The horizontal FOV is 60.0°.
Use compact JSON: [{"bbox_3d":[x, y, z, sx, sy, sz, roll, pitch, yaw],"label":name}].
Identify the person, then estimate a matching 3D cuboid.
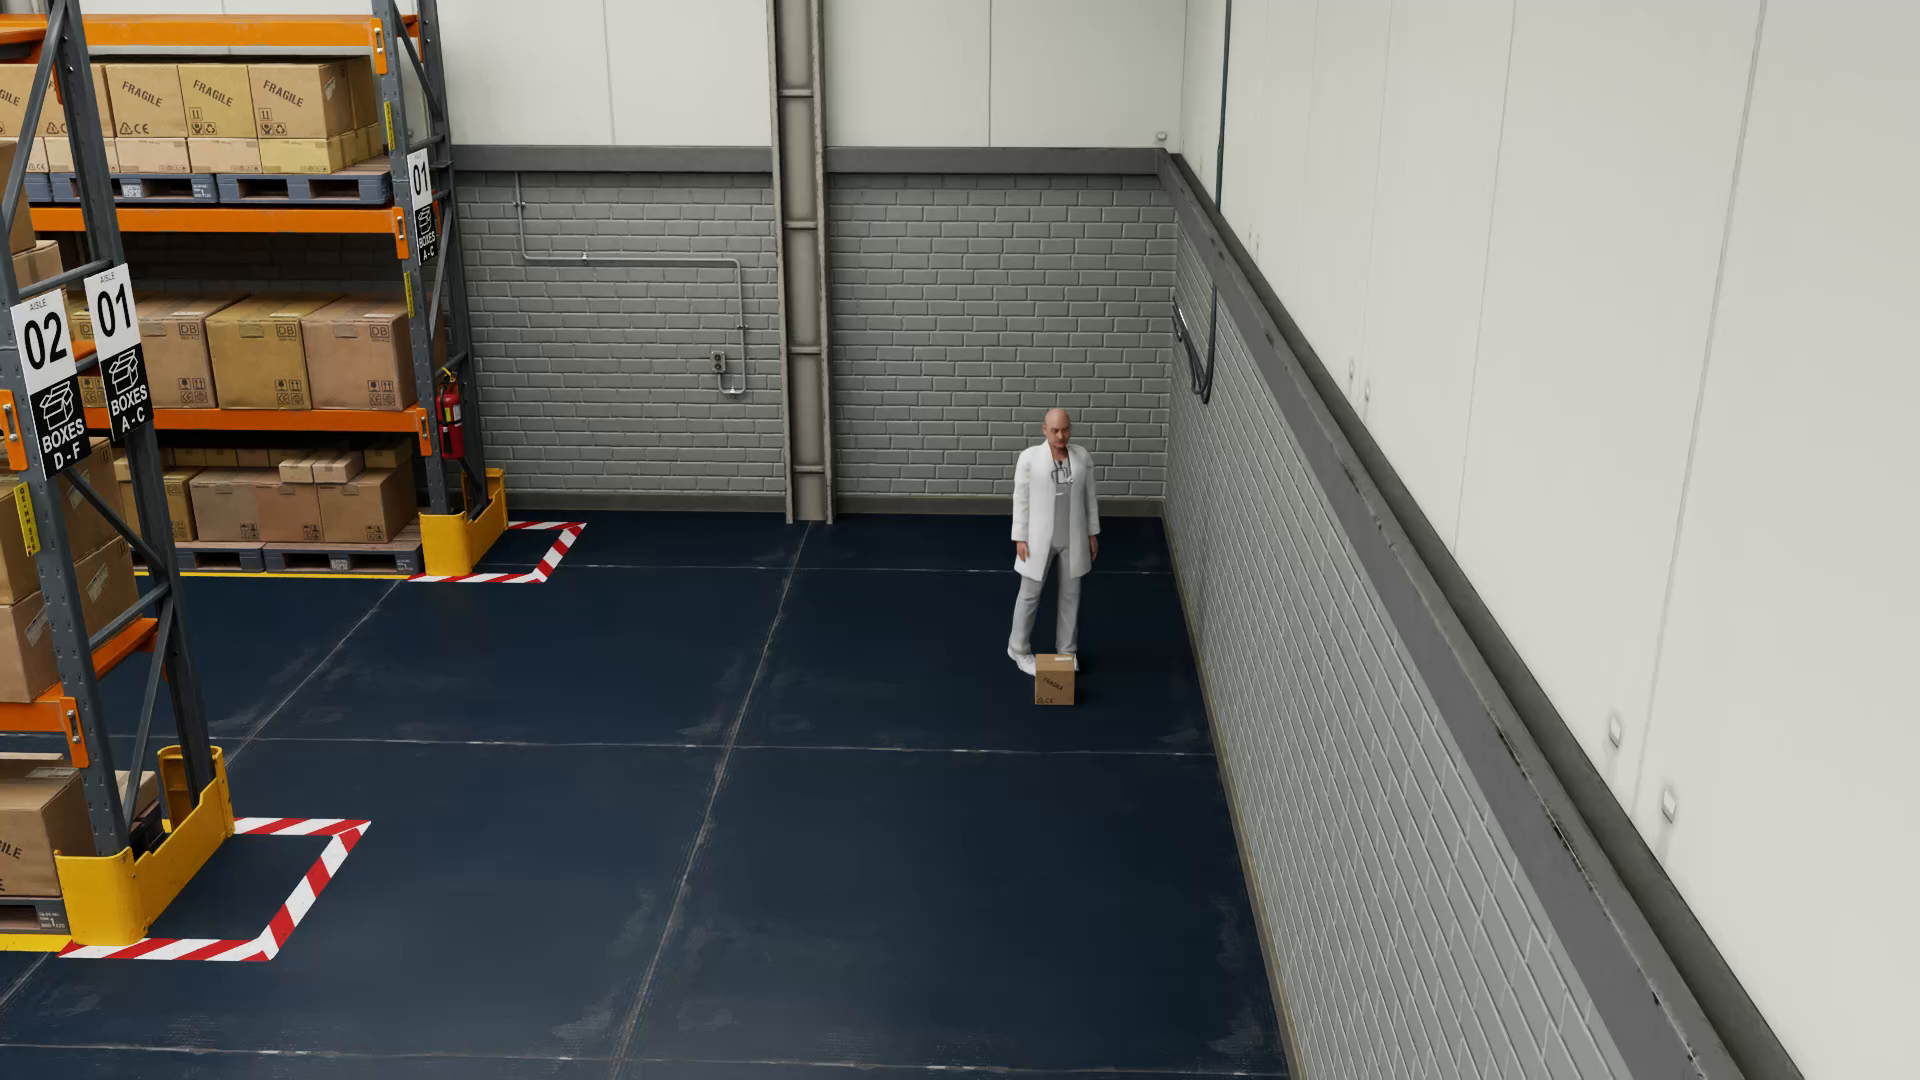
[{"bbox_3d":[0.654,0.029,11.035,0.624,1.818,0.436,-4,21,-10],"label":"person"}]
